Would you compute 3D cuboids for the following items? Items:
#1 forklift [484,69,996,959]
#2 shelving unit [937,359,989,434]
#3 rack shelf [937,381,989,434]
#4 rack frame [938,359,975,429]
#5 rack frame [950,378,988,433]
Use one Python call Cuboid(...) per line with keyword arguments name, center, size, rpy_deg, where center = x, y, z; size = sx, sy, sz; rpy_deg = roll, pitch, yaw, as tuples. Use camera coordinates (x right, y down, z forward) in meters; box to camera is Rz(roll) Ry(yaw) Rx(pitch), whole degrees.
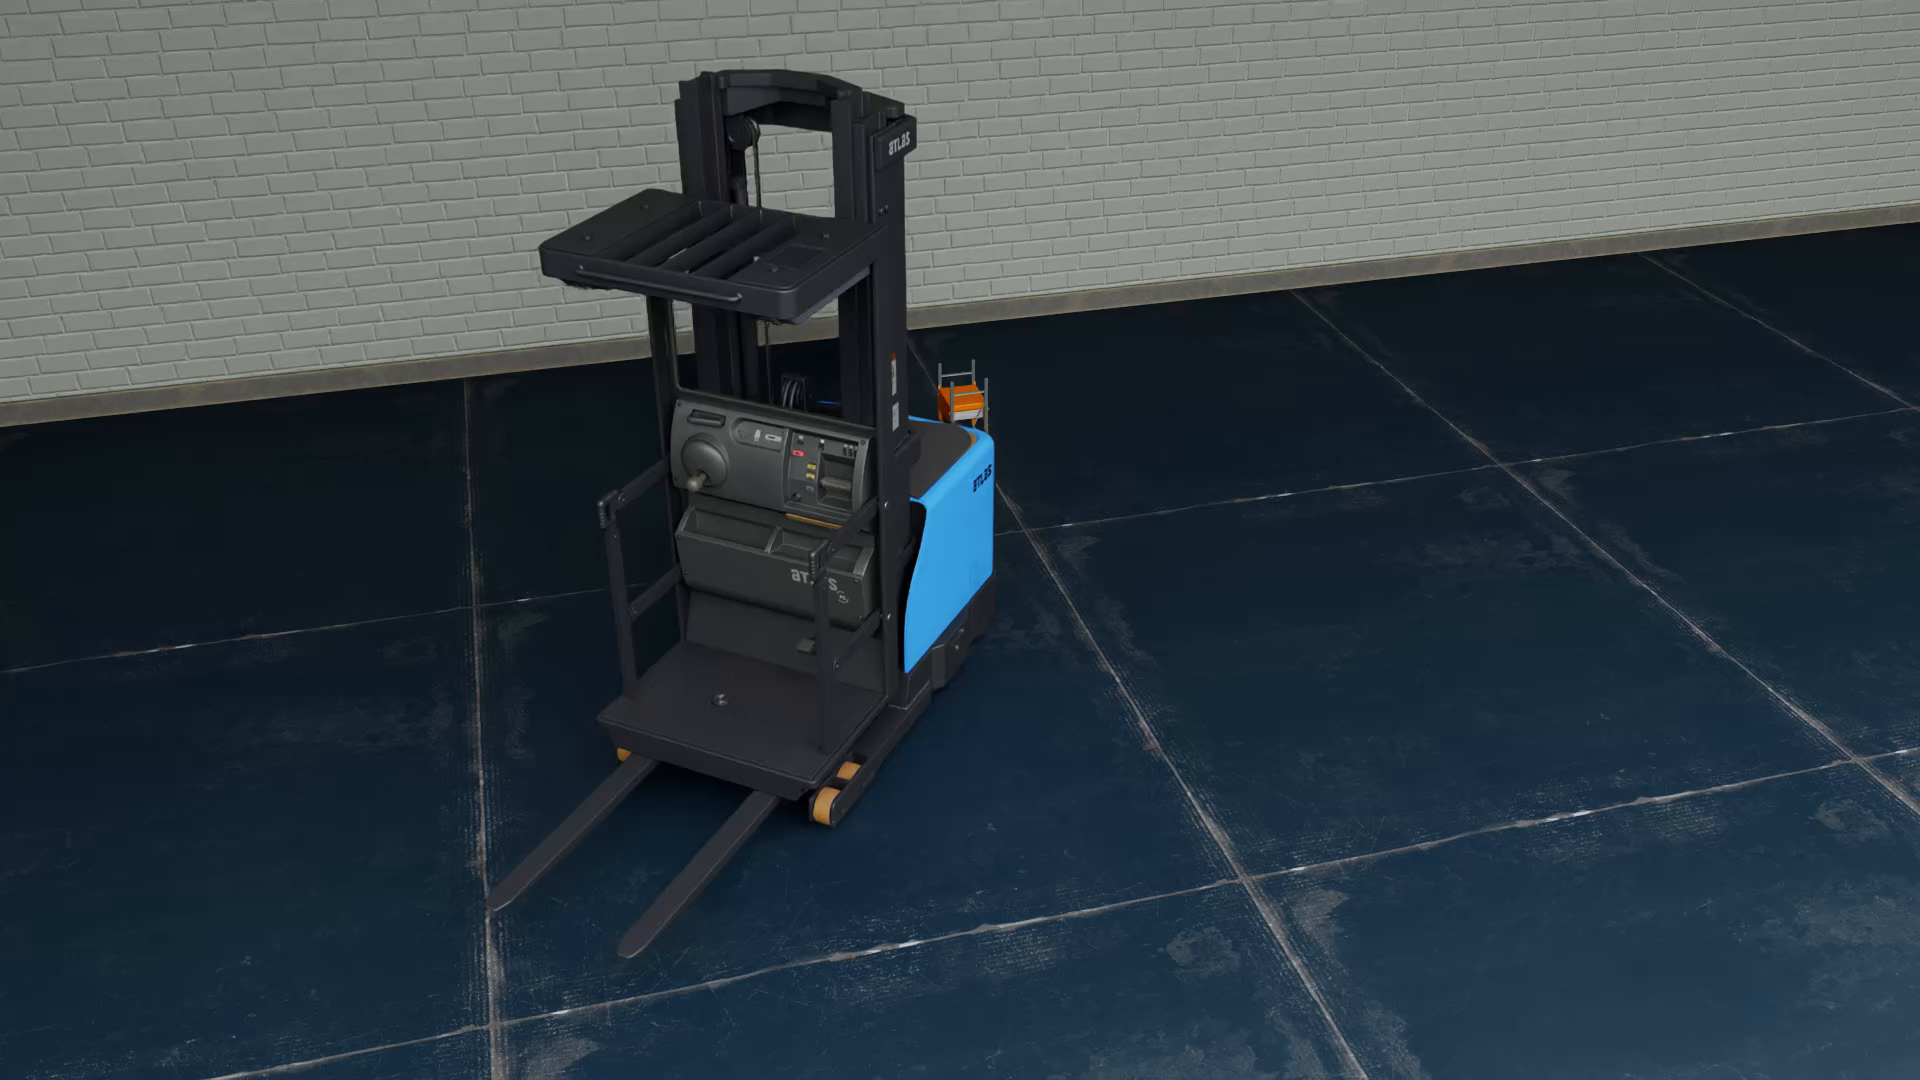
Cuboid(name="forklift", center=(-0.893, -0.290, 6.826), size=(1.130, 2.935, 3.031), rpy_deg=(13, 32, 21))
Cuboid(name="shelving unit", center=(0.014, -0.429, 8.942), size=(0.215, 1.050, 0.252), rpy_deg=(-8, 31, -13))
Cuboid(name="rack shelf", center=(0.014, -0.665, 8.806), size=(0.215, 0.259, 0.240), rpy_deg=(-8, 31, -13))
Cuboid(name="rack frame", center=(-0.018, -0.487, 9.044), size=(0.200, 1.050, 0.008), rpy_deg=(-8, 31, -13))
Cuboid(name="rack frame", center=(0.047, -0.370, 8.841), size=(0.200, 1.050, 0.008), rpy_deg=(-8, 31, -13))
